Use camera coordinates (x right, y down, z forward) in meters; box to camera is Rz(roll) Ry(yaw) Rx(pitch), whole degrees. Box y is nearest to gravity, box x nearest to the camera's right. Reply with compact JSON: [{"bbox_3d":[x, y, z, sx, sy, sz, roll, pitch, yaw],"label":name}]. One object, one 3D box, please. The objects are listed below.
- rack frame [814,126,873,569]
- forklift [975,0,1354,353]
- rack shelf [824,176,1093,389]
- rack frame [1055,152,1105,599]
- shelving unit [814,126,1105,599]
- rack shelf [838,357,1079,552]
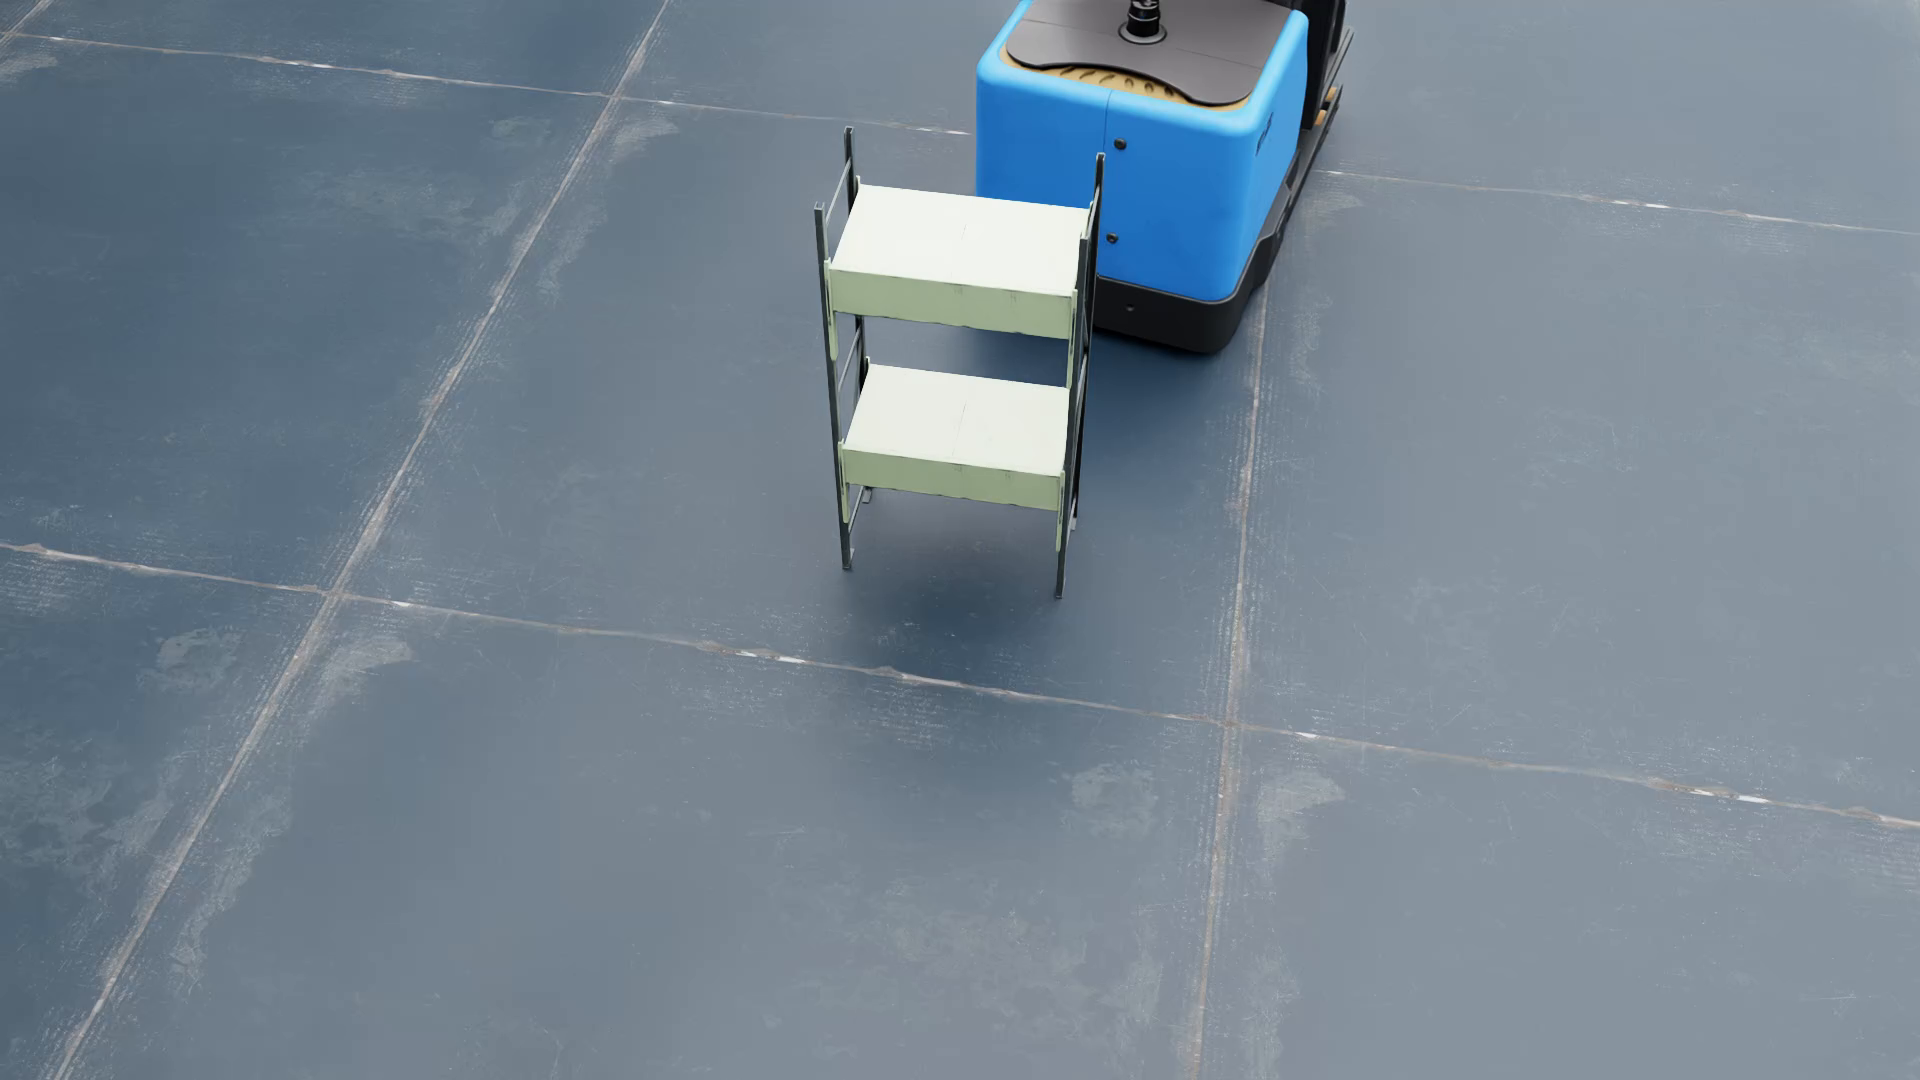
[{"bbox_3d":[-0.354,-0.549,5.235,0.023,1.500,0.400,8,49,7],"label":"rack frame"},{"bbox_3d":[1.054,-2.806,6.301,1.130,2.935,3.031,16,50,14],"label":"forklift"},{"bbox_3d":[0.007,-0.761,4.901,0.720,0.370,0.431,8,49,7],"label":"rack shelf"},{"bbox_3d":[0.367,-0.452,5.148,0.023,1.500,0.400,8,49,7],"label":"rack frame"},{"bbox_3d":[0.007,-0.500,5.191,0.755,1.500,0.431,8,49,7],"label":"shelving unit"},{"bbox_3d":[0.007,-0.283,5.434,0.720,0.370,0.431,8,49,7],"label":"rack shelf"}]
